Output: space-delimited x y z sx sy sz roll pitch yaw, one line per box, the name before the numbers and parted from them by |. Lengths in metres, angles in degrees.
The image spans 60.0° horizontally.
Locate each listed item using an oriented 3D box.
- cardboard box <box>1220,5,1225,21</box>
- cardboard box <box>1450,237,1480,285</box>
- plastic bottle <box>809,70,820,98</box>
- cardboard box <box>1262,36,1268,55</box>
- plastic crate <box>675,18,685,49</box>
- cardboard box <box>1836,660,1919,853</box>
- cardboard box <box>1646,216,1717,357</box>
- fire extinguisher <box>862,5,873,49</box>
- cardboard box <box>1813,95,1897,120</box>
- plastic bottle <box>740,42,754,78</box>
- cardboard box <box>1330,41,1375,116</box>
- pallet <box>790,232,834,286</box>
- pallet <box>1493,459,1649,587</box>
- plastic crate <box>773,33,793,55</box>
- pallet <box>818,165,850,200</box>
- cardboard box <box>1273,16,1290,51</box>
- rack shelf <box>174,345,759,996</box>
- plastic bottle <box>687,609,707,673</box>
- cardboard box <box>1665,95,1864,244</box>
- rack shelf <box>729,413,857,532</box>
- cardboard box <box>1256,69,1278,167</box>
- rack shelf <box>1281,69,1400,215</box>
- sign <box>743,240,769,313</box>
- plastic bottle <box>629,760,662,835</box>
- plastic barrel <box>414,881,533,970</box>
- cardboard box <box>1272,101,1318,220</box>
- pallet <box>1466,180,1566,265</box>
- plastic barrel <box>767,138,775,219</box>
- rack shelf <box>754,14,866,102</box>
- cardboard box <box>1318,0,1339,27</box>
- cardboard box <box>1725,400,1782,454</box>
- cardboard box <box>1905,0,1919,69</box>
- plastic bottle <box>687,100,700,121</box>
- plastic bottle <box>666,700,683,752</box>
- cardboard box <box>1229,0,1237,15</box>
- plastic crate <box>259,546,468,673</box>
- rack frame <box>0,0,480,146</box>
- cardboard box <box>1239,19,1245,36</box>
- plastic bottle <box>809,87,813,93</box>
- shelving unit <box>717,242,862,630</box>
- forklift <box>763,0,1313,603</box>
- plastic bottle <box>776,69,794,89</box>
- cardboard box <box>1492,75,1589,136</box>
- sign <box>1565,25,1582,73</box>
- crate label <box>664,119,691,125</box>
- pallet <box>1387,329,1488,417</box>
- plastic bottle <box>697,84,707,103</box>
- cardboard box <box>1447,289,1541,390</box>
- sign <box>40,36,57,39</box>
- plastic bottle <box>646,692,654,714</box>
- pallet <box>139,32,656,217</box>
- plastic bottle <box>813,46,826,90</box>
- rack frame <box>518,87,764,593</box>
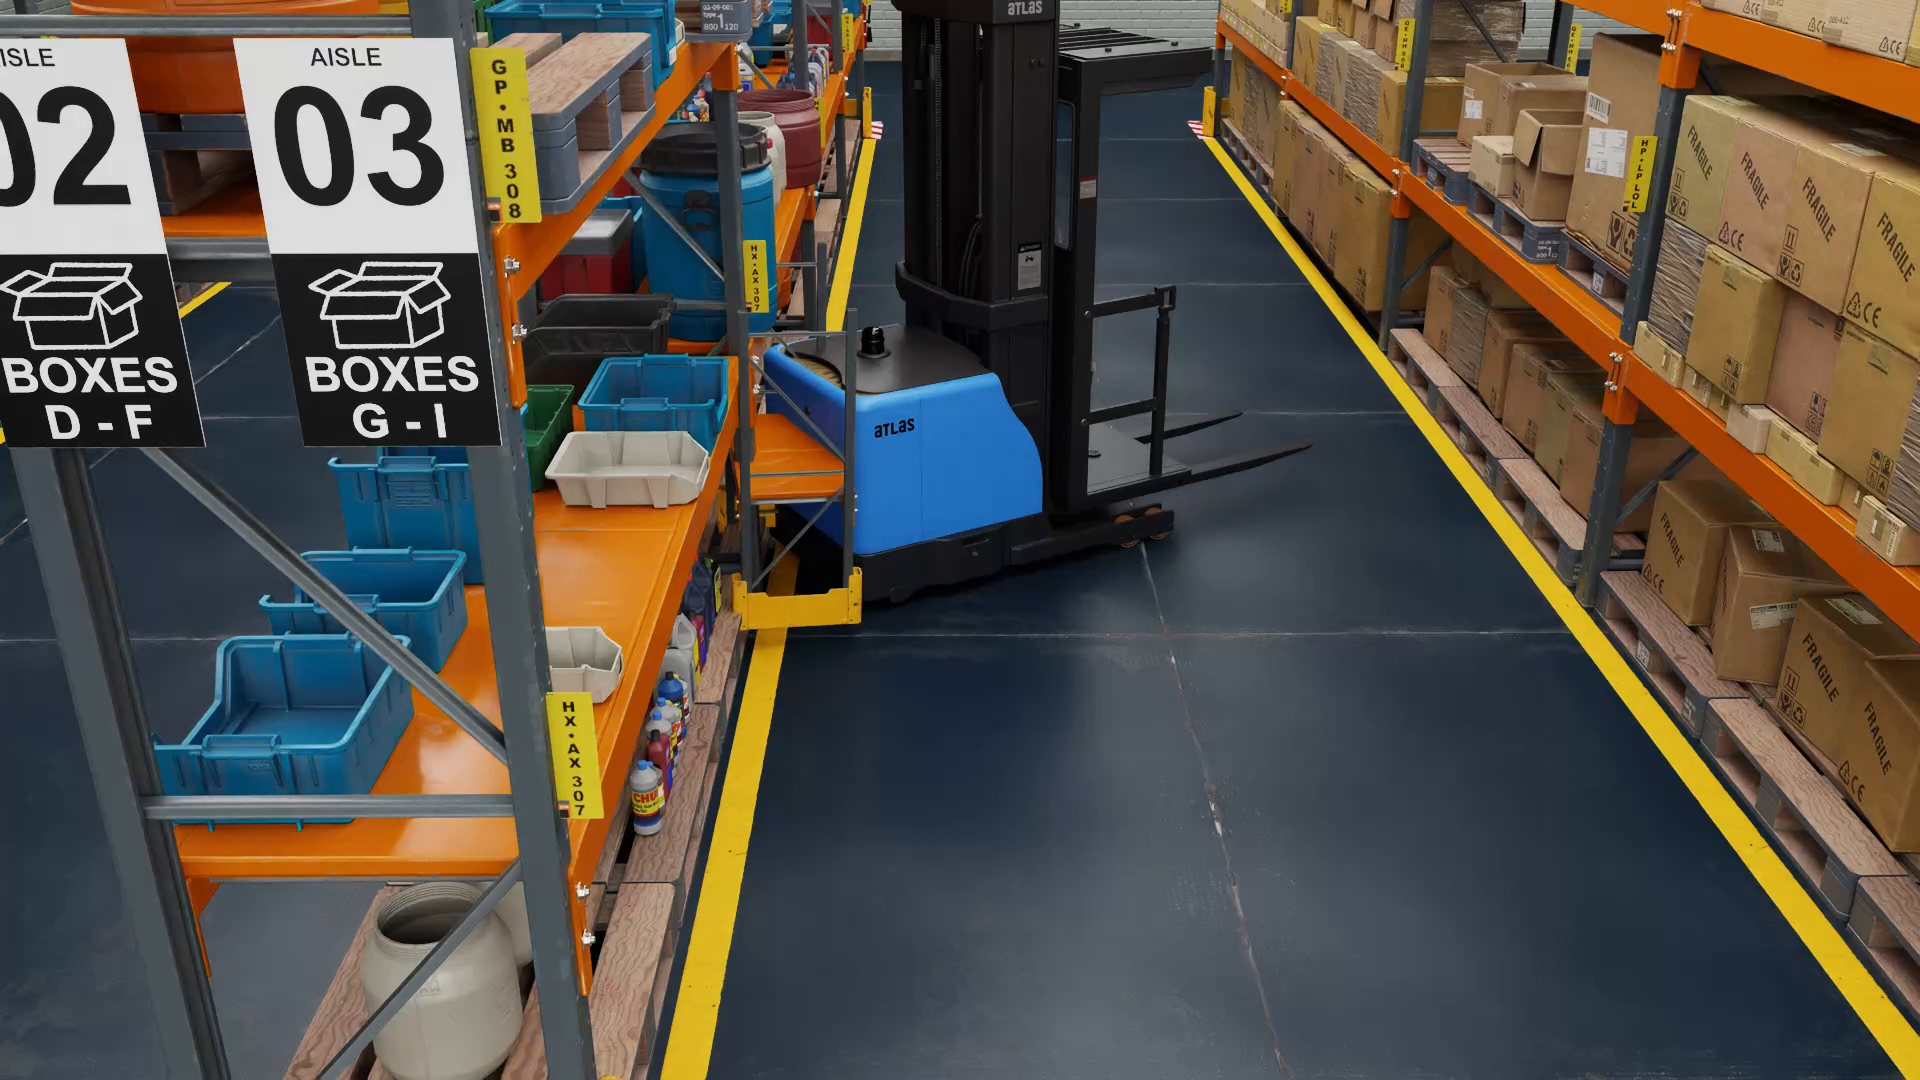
cardboard box | 3.045 -5.743 18.114 0.380 0.149 0.250 0 24 0
cardboard box | 3.495 -1.836 10.760 0.500 0.250 0.500 1 24 2
plastic bottle | -1.197 -3.608 13.239 0.152 0.276 0.135 0 24 -1
cardboard box | 3.075 -4.685 15.774 0.380 0.149 0.250 0 24 0
plastic crate | -1.029 -1.626 5.384 0.243 0.136 0.396 0 24 -1
cardboard box | 3.526 0.773 5.924 0.500 0.500 0.500 2 24 4
cardboard box | 3.445 -1.056 6.963 0.875 0.500 0.500 0 24 -1
fire extinguisher | -1.129 -5.842 18.574 0.296 0.674 0.183 0 24 -1
cardboard box | 3.782 -1.513 6.761 0.500 0.500 0.500 0 24 -1
plastic bottle | -1.858 -4.150 14.345 0.144 0.351 0.185 0 24 -1
cardboard box | 3.192 -3.586 12.918 0.500 0.500 0.500 0 24 0
pallet | -1.555 -2.243 13.452 1.003 0.211 1.213 0 24 -1
pallet | 3.492 -0.111 8.740 1.003 0.211 1.213 0 24 -1
plastic crate | -1.819 -4.697 15.757 0.437 0.125 0.590 0 24 -1
pallet | -1.585 -3.367 15.939 1.003 0.211 1.213 0 24 -1
cardboard box | 3.147 -4.605 15.114 0.500 0.250 0.500 -1 24 -2
rack shelf | -1.429 0.113 5.733 1.077 0.370 4.000 0 24 -1
plastic bottle | -1.110 0.409 6.969 0.061 0.283 0.133 1 24 3
cardboard box | 3.252 -1.511 6.755 0.500 0.500 0.500 0 24 -1
rack shelf | -0.820 -0.345 7.823 0.538 0.185 1.000 -3 26 -11
cardboard box | 3.477 -4.224 16.518 0.875 0.875 0.875 0 24 -1
rack shelf | 3.436 -3.206 13.071 1.077 0.370 4.000 0 24 -1
sign | -0.901 -1.163 7.345 0.100 0.325 0.005 0 24 -1
plastic bottle | -1.116 0.904 5.889 0.097 0.271 0.097 0 24 0
plastic barrel | -1.497 1.074 5.244 0.421 0.512 0.421 0 24 0
cardboard box | 3.441 -3.317 14.513 1.225 0.875 0.875 0 24 0
pallet | 3.520 -1.806 9.336 1.003 0.211 1.213 0 24 -1
plastic barrel | -1.255 -1.976 9.315 0.433 0.535 0.433 0 24 0
rack shelf | -1.560 -4.832 16.666 1.077 0.370 4.000 0 24 -1
cardboard box | 3.429 -4.597 13.935 0.797 0.503 0.637 -1 24 -2
cardboard box | 3.197 -0.444 6.397 0.380 0.149 0.250 0 24 -1
cardboard box | 3.270 -1.533 5.041 0.500 0.250 0.500 -1 24 -1
plastic bottle | -1.913 -3.016 11.935 0.097 0.271 0.097 0 24 0
plastic bottle | -1.122 0.712 6.397 0.097 0.201 0.097 0 24 0
cardboard box | 3.118 -5.660 17.445 0.500 0.250 0.500 -1 24 -1
plastic crate | -1.714 0.205 4.838 0.499 0.251 0.408 0 24 -1
rack frame | -1.408 -2.124 2.526 1.000 3.000 0.127 0 24 -1
cardboard box | 3.061 -5.214 16.942 0.380 0.149 0.250 -1 24 -1
plastic bottle | -1.163 -3.332 12.633 0.097 0.271 0.097 0 24 0
shelving unit | -0.814 -0.511 7.752 0.587 1.500 1.083 -3 26 -11
forklift | 0.533 -1.468 8.440 3.031 2.935 1.130 -14 28 -28
plastic bottle | -1.340 -3.425 12.743 0.144 0.351 0.185 0 24 -1
cardboard box | 3.610 -2.494 9.994 0.700 0.500 0.500 3 25 7
sign | 4.000 -3.207 10.892 0.100 0.325 0.005 0 24 -1
crate label | -1.754 -2.292 10.136 0.502 0.435 0.616 0 24 -1
pallet | 3.465 -1.117 10.963 1.003 0.211 1.213 0 24 -1
plastic bottle | -1.938 -3.269 12.481 0.061 0.283 0.133 0 24 -1
cardboard box | 3.504 -1.266 10.409 0.700 0.500 0.500 -2 24 -5
sign | -5.893 -3.198 10.775 0.100 0.325 0.005 0 24 -1
plastic bottle | -1.259 0.542 6.673 0.061 0.283 0.133 0 24 -1
pallet | -1.319 -1.012 3.938 1.003 0.211 1.213 0 24 -1
plastic bottle | -1.201 -3.935 13.871 0.144 0.351 0.185 0 24 -1
rack frame | -1.451 -1.039 7.407 1.000 3.000 0.127 0 24 -1
